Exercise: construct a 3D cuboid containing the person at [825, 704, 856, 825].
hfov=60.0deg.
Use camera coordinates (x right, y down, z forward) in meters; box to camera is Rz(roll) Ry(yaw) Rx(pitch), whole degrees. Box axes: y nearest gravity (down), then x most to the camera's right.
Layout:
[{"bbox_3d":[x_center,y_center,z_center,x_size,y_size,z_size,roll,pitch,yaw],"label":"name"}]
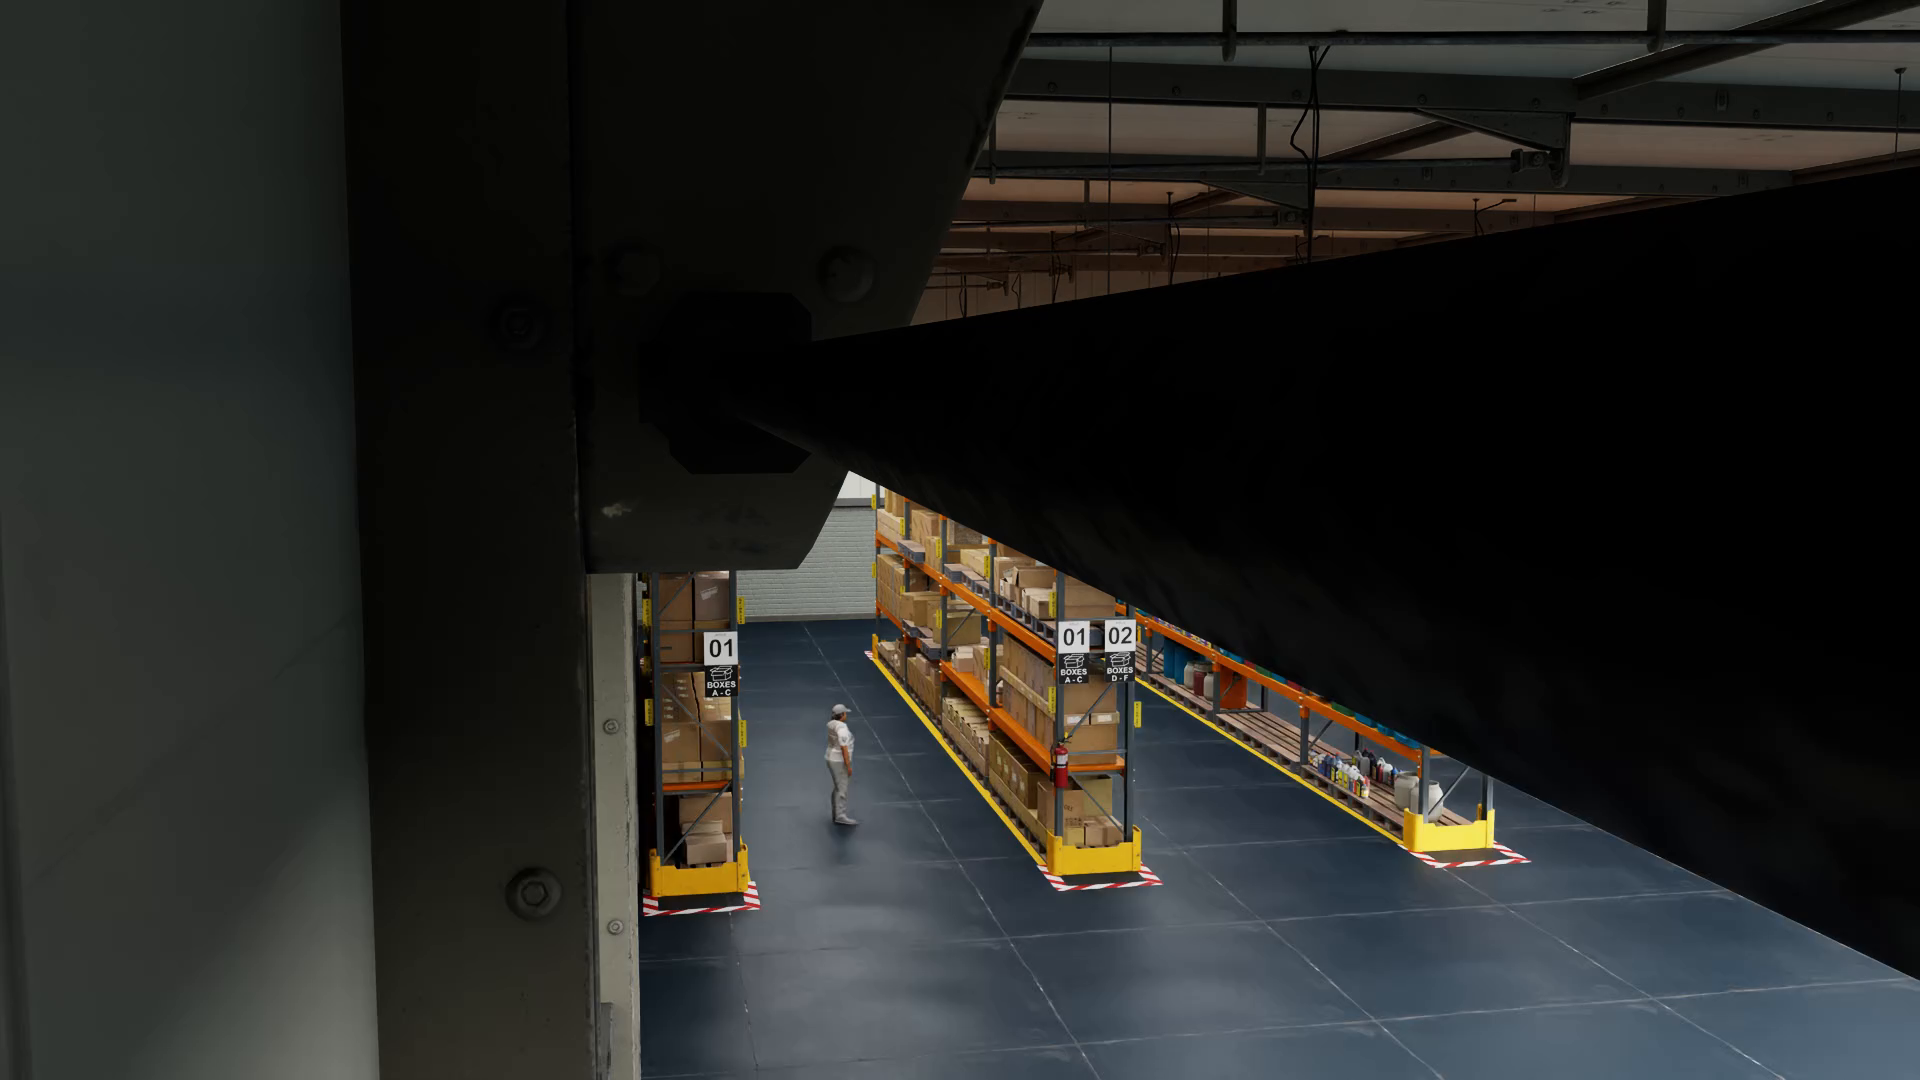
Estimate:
[{"bbox_3d":[-1.683,3.164,23.279,0.392,1.752,0.532,-2,6,-16],"label":"person"}]
